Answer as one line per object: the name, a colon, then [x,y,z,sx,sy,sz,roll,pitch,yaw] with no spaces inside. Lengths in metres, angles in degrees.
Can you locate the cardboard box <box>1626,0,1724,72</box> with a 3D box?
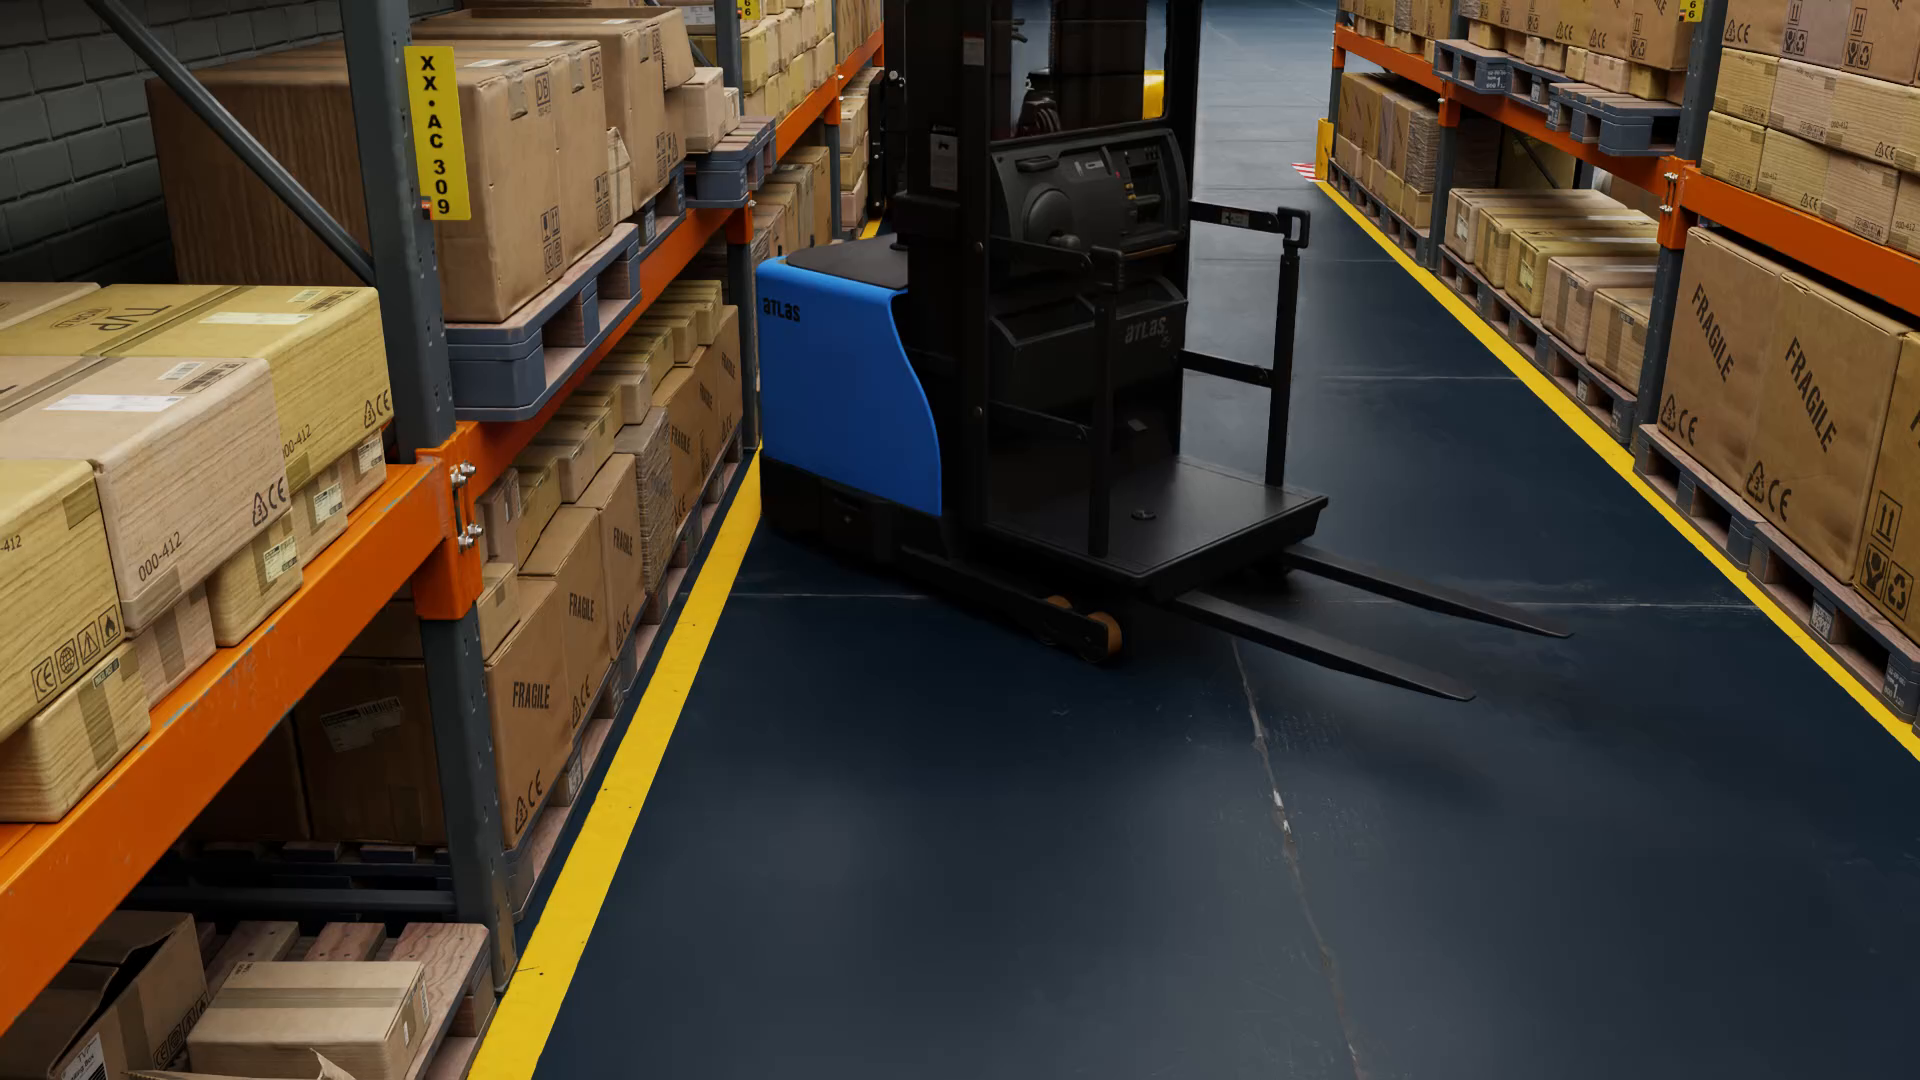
cardboard box: [3.272,-2.318,7.228,0.500,0.500,0.500,0,21,0]

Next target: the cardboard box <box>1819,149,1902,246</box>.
cardboard box: [3.250,-1.150,5.554,0.500,0.250,0.500,1,21,3]

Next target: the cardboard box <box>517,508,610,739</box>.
cardboard box: [-1.301,0.228,4.671,0.500,0.500,0.500,0,21,1]

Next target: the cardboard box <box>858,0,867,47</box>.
cardboard box: [-0.979,-4.027,12.622,0.500,0.500,0.500,1,21,2]

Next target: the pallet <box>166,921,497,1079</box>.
pallet: [-1.569,1.171,3.218,1.003,0.211,1.213,1,21,2]

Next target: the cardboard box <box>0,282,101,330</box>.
cardboard box: [-1.832,-0.270,2.873,0.500,0.250,0.500,0,21,1]

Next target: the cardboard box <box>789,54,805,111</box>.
cardboard box: [-1.121,-2.467,8.947,0.500,0.250,0.500,1,21,3]

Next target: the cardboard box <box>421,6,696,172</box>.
cardboard box: [-1.290,-1.475,5.460,0.797,0.503,0.637,0,21,0]

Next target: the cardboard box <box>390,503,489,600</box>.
cardboard box: [-1.331,0.024,3.887,0.380,0.149,0.250,0,21,1]

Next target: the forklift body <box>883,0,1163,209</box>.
forklift body: [0.583,-3.614,12.871,2.313,2.155,1.214,1,21,2]

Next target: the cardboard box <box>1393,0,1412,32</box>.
cardboard box: [3.442,-3.939,11.984,0.500,0.500,0.500,1,21,3]

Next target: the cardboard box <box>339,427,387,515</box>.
cardboard box: [-1.305,-0.142,3.095,0.380,0.149,0.250,1,21,2]

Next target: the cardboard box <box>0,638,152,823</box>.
cardboard box: [-1.289,0.234,2.126,0.380,0.149,0.250,0,21,1]

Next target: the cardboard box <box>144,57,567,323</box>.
cardboard box: [-1.309,-0.792,3.704,0.700,0.500,0.500,1,21,3]

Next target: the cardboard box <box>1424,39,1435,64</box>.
cardboard box: [3.363,-3.309,11.258,0.380,0.149,0.250,1,21,3]

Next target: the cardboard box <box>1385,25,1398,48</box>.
cardboard box: [3.399,-3.772,12.450,0.380,0.149,0.250,1,21,2]

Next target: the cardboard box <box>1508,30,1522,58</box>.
cardboard box: [3.327,-2.812,9.398,0.380,0.149,0.250,1,21,2]

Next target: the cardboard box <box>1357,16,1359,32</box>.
cardboard box: [3.479,-4.238,13.653,0.380,0.149,0.250,0,21,0]

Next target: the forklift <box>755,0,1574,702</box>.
forklift: [0.606,-1.173,5.500,3.031,2.935,1.130,20,29,41]

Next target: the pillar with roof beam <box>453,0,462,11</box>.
pillar with roof beam: [2.016,-5.054,7.114,9.100,9.000,0.400,1,21,2]

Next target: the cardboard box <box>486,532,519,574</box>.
cardboard box: [-1.339,0.062,4.200,0.380,0.149,0.250,0,21,0]

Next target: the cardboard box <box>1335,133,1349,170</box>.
cardboard box: [3.478,-3.288,14.076,0.500,0.250,0.500,0,21,1]

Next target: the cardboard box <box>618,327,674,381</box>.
cardboard box: [-1.270,-0.686,6.129,0.380,0.149,0.250,1,21,3]

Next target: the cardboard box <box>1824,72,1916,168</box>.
cardboard box: [3.229,-1.386,5.470,0.500,0.250,0.500,1,21,1]

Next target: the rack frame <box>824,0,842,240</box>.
rack frame: [-1.304,-3.270,10.809,1.000,3.000,0.127,1,21,2]

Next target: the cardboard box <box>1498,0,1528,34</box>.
cardboard box: [3.313,-3.071,9.168,0.500,0.500,0.500,1,21,1]

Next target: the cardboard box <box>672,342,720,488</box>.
cardboard box: [-1.249,-0.518,6.591,0.500,0.500,0.500,0,21,1]

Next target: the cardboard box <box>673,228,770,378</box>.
cardboard box: [-1.393,-1.137,8.016,0.875,0.625,0.625,1,21,3]

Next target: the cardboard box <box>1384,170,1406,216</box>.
cardboard box: [3.413,-2.539,12.148,0.500,0.250,0.500,0,21,0]

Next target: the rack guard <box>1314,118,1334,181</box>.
rack guard: [3.777,-3.470,14.780,1.175,0.500,0.348,1,21,2]

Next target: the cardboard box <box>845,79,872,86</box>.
cardboard box: [-0.900,-3.559,13.392,0.500,0.250,0.500,1,21,2]

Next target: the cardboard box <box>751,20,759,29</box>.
cardboard box: [-1.115,-2.381,7.483,0.380,0.149,0.250,1,21,3]

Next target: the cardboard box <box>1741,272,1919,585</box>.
cardboard box: [3.400,-0.404,5.780,0.875,0.875,0.875,1,21,2]

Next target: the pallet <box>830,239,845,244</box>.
pallet: [-1.287,-1.703,10.625,1.003,0.211,1.213,1,21,2]

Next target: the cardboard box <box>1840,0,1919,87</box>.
cardboard box: [3.240,-1.741,5.348,0.500,0.500,0.500,1,21,3]

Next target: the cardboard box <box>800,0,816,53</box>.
cardboard box: [-1.093,-2.881,9.325,0.500,0.250,0.500,1,21,3]

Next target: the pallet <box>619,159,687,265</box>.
pallet: [-1.480,-1.031,5.304,1.003,0.211,1.213,1,21,2]

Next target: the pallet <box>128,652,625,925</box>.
pallet: [-1.560,0.629,4.617,1.003,0.211,1.213,1,21,2]

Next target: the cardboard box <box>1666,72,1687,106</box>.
cardboard box: [3.311,-1.970,7.226,0.380,0.149,0.250,1,21,4]

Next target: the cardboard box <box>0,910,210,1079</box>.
cardboard box: [-1.804,0.917,3.155,0.500,0.311,0.500,1,21,4]

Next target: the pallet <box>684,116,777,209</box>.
pallet: [-1.376,-1.488,6.482,1.213,0.211,1.003,1,21,2]

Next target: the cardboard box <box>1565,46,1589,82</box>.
cardboard box: [3.219,-2.350,8.205,0.380,0.149,0.250,1,21,3]

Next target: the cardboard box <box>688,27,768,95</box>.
cardboard box: [-1.143,-2.144,7.424,0.500,0.250,0.500,1,21,2]

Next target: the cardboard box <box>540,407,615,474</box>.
cardboard box: [-1.293,-0.309,5.158,0.380,0.149,0.250,1,21,4]

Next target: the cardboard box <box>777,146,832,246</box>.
cardboard box: [-1.309,-2.169,10.676,0.875,0.625,0.625,2,21,4]

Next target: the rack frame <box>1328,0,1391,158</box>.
rack frame: [3.779,-4.663,14.399,1.000,3.000,0.127,1,21,2]

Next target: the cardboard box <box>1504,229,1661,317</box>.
cardboard box: [3.606,-1.486,9.264,0.950,0.372,0.625,1,21,3]

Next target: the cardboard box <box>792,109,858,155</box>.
cardboard box: [-0.976,-2.821,11.491,0.500,0.250,0.500,0,21,1]

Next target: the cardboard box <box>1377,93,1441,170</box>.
cardboard box: [3.435,-3.065,12.466,0.500,0.500,0.500,2,21,4]

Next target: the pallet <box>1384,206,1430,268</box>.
pallet: [3.643,-2.159,11.803,1.003,0.211,1.213,1,21,2]

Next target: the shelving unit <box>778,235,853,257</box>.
shelving unit: [-0.586,-0.717,6.926,0.215,1.050,0.252,11,24,25]

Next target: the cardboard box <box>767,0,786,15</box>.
cardboard box: [-1.093,-2.751,8.437,0.380,0.149,0.250,1,21,3]

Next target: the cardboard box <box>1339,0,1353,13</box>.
cardboard box: [3.488,-4.680,13.893,0.500,0.500,0.500,0,21,1]

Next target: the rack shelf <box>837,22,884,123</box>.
rack shelf: [-1.243,-3.657,12.802,1.077,0.370,4.000,1,21,2]
